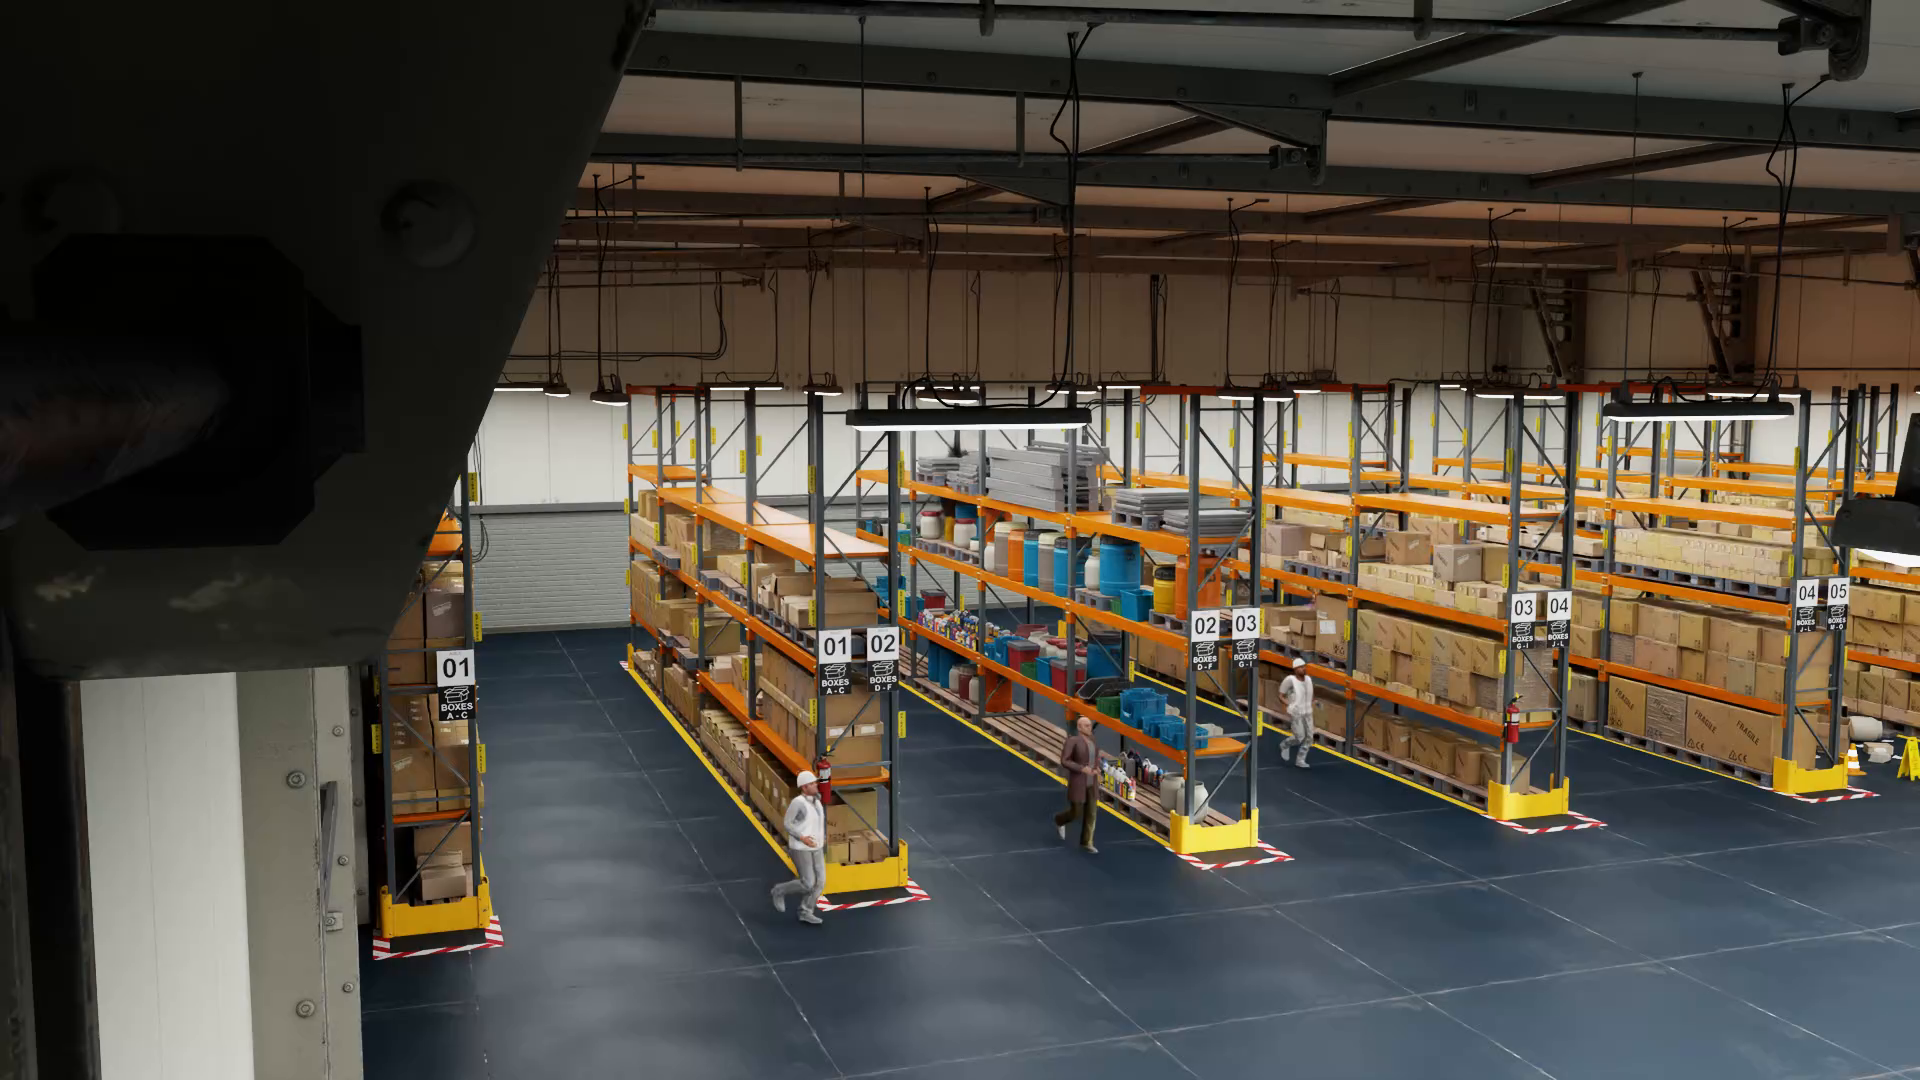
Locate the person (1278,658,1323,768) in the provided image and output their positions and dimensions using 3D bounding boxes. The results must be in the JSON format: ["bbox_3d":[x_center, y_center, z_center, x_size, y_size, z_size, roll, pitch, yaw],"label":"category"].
[{"bbox_3d":[5.395,2.743,26.410,0.680,1.733,0.621,-3,7,-29],"label":"person"}]

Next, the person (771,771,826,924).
[{"bbox_3d":[-1.798,3.510,19.132,0.622,1.732,0.683,3,7,29],"label":"person"}]

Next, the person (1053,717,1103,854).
[{"bbox_3d":[1.594,3.193,21.913,0.742,1.760,0.894,-4,7,-37],"label":"person"}]

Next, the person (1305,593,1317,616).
[{"bbox_3d":[7.404,1.892,35.017,0.545,1.579,0.896,-2,6,-15],"label":"person"}]
